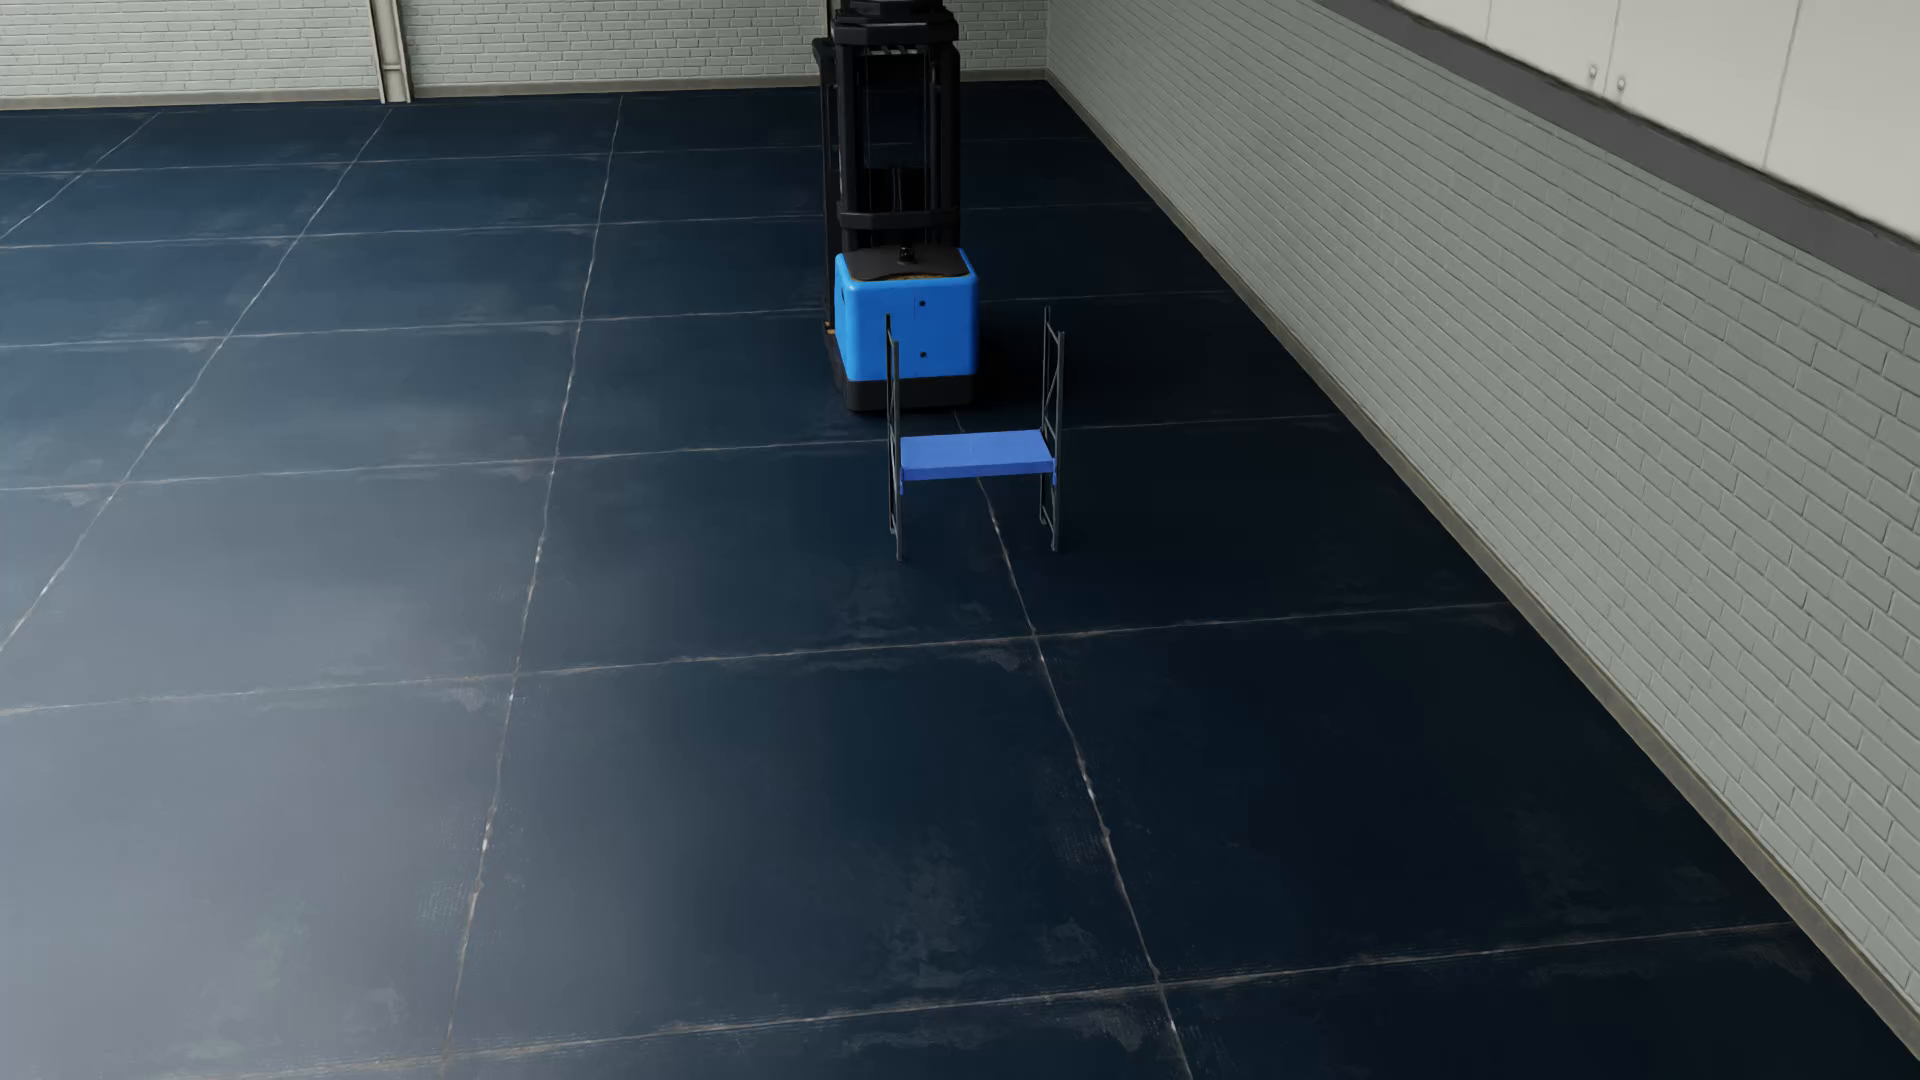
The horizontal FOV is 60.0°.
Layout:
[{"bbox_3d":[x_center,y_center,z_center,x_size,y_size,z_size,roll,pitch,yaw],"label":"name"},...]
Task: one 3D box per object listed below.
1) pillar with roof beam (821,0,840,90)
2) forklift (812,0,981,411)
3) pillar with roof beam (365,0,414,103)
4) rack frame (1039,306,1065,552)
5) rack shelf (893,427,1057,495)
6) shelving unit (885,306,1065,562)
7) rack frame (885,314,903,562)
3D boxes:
[{"bbox_3d":[-1.094,-8.411,17.488,0.400,9.000,9.100,-4,27,-7],"label":"pillar with roof beam"},{"bbox_3d":[-0.581,-2.940,13.472,1.130,2.935,3.031,-4,27,-8],"label":"forklift"},{"bbox_3d":[-7.035,-8.029,16.744,0.400,9.000,9.100,-4,27,-7],"label":"pillar with roof beam"},{"bbox_3d":[0.588,-0.705,10.684,0.032,1.500,0.500,-4,27,-7],"label":"rack frame"},{"bbox_3d":[0.084,-0.513,10.703,1.000,0.185,0.538,-4,27,-7],"label":"rack shelf"},{"bbox_3d":[0.084,-0.673,10.621,1.048,1.500,0.538,-4,27,-7],"label":"shelving unit"},{"bbox_3d":[-0.419,-0.640,10.558,0.032,1.500,0.500,-4,27,-7],"label":"rack frame"}]
